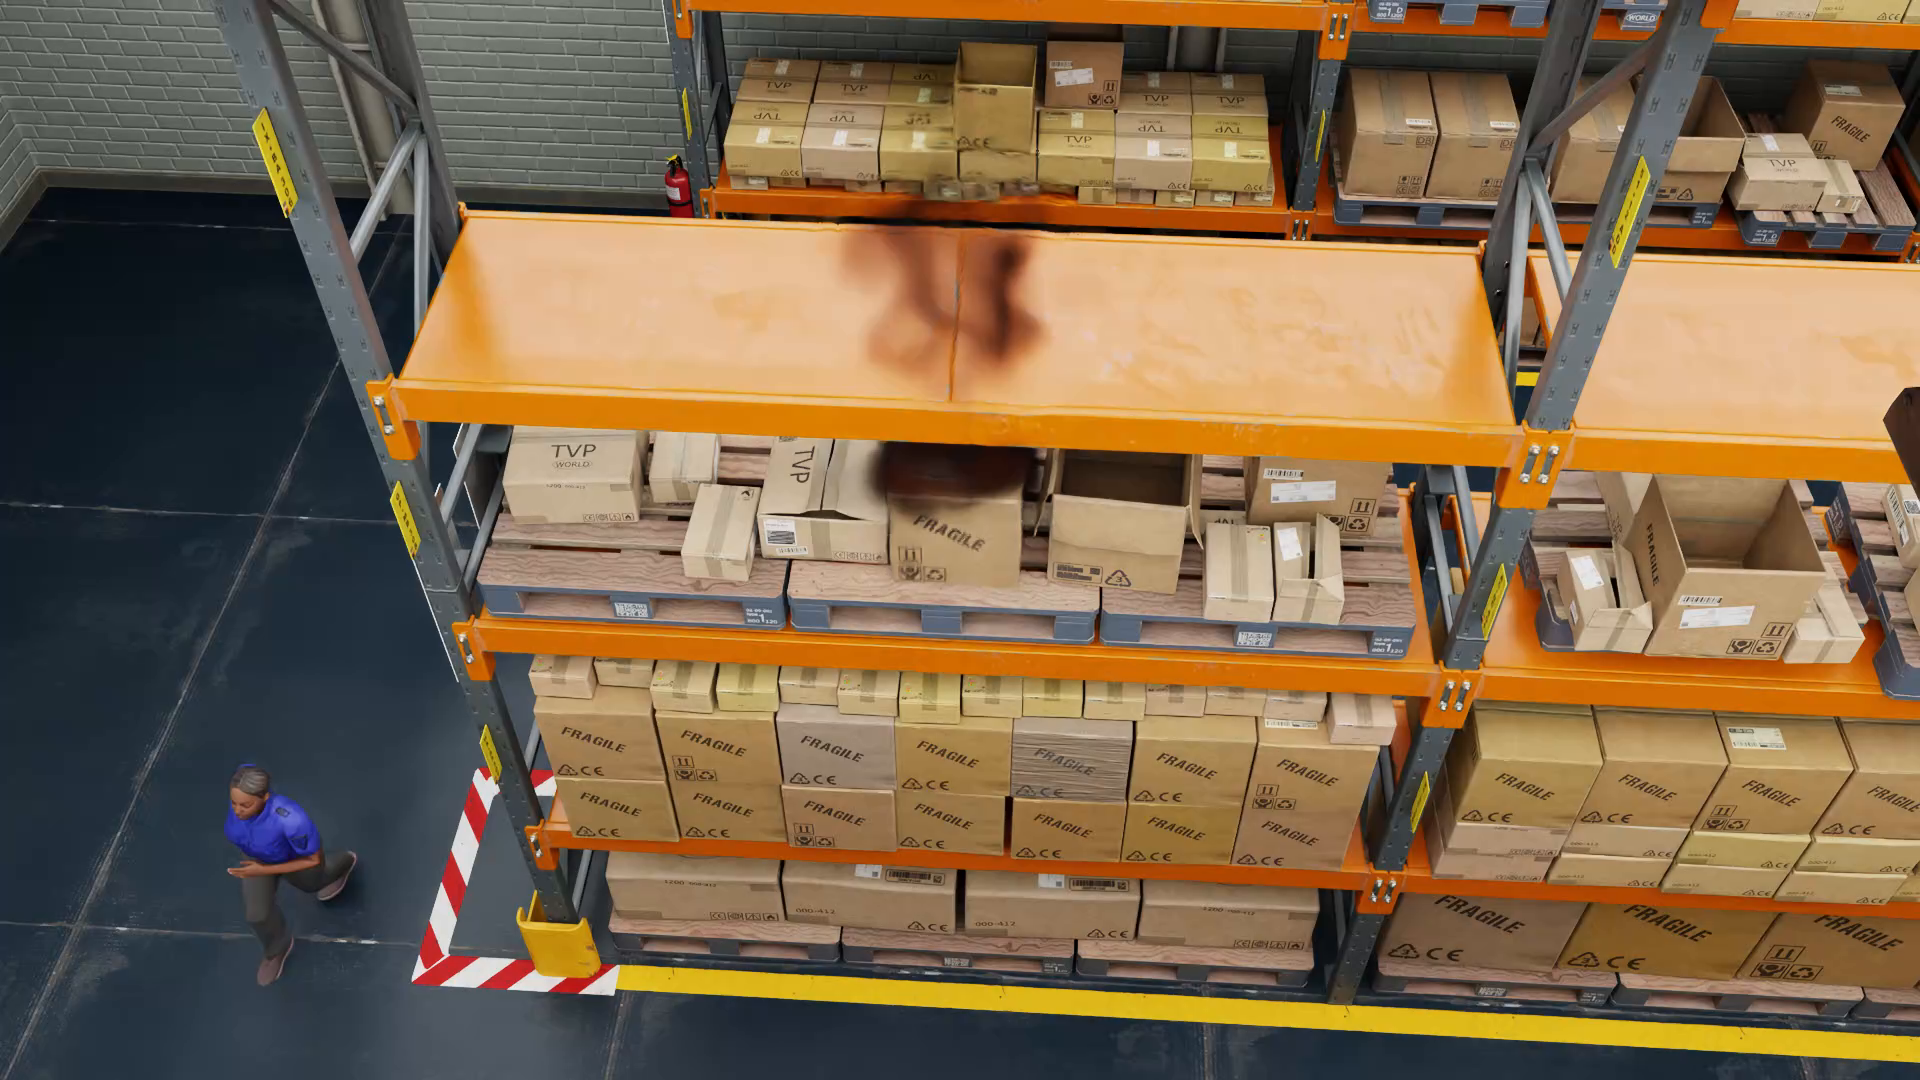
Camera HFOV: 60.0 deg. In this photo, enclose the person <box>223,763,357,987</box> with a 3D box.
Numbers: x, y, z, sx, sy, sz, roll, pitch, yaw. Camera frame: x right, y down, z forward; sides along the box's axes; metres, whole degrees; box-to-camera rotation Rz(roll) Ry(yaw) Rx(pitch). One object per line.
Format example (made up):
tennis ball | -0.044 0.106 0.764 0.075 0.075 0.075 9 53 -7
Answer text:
person | -3.295 1.553 8.237 0.598 1.664 0.763 13 49 11
